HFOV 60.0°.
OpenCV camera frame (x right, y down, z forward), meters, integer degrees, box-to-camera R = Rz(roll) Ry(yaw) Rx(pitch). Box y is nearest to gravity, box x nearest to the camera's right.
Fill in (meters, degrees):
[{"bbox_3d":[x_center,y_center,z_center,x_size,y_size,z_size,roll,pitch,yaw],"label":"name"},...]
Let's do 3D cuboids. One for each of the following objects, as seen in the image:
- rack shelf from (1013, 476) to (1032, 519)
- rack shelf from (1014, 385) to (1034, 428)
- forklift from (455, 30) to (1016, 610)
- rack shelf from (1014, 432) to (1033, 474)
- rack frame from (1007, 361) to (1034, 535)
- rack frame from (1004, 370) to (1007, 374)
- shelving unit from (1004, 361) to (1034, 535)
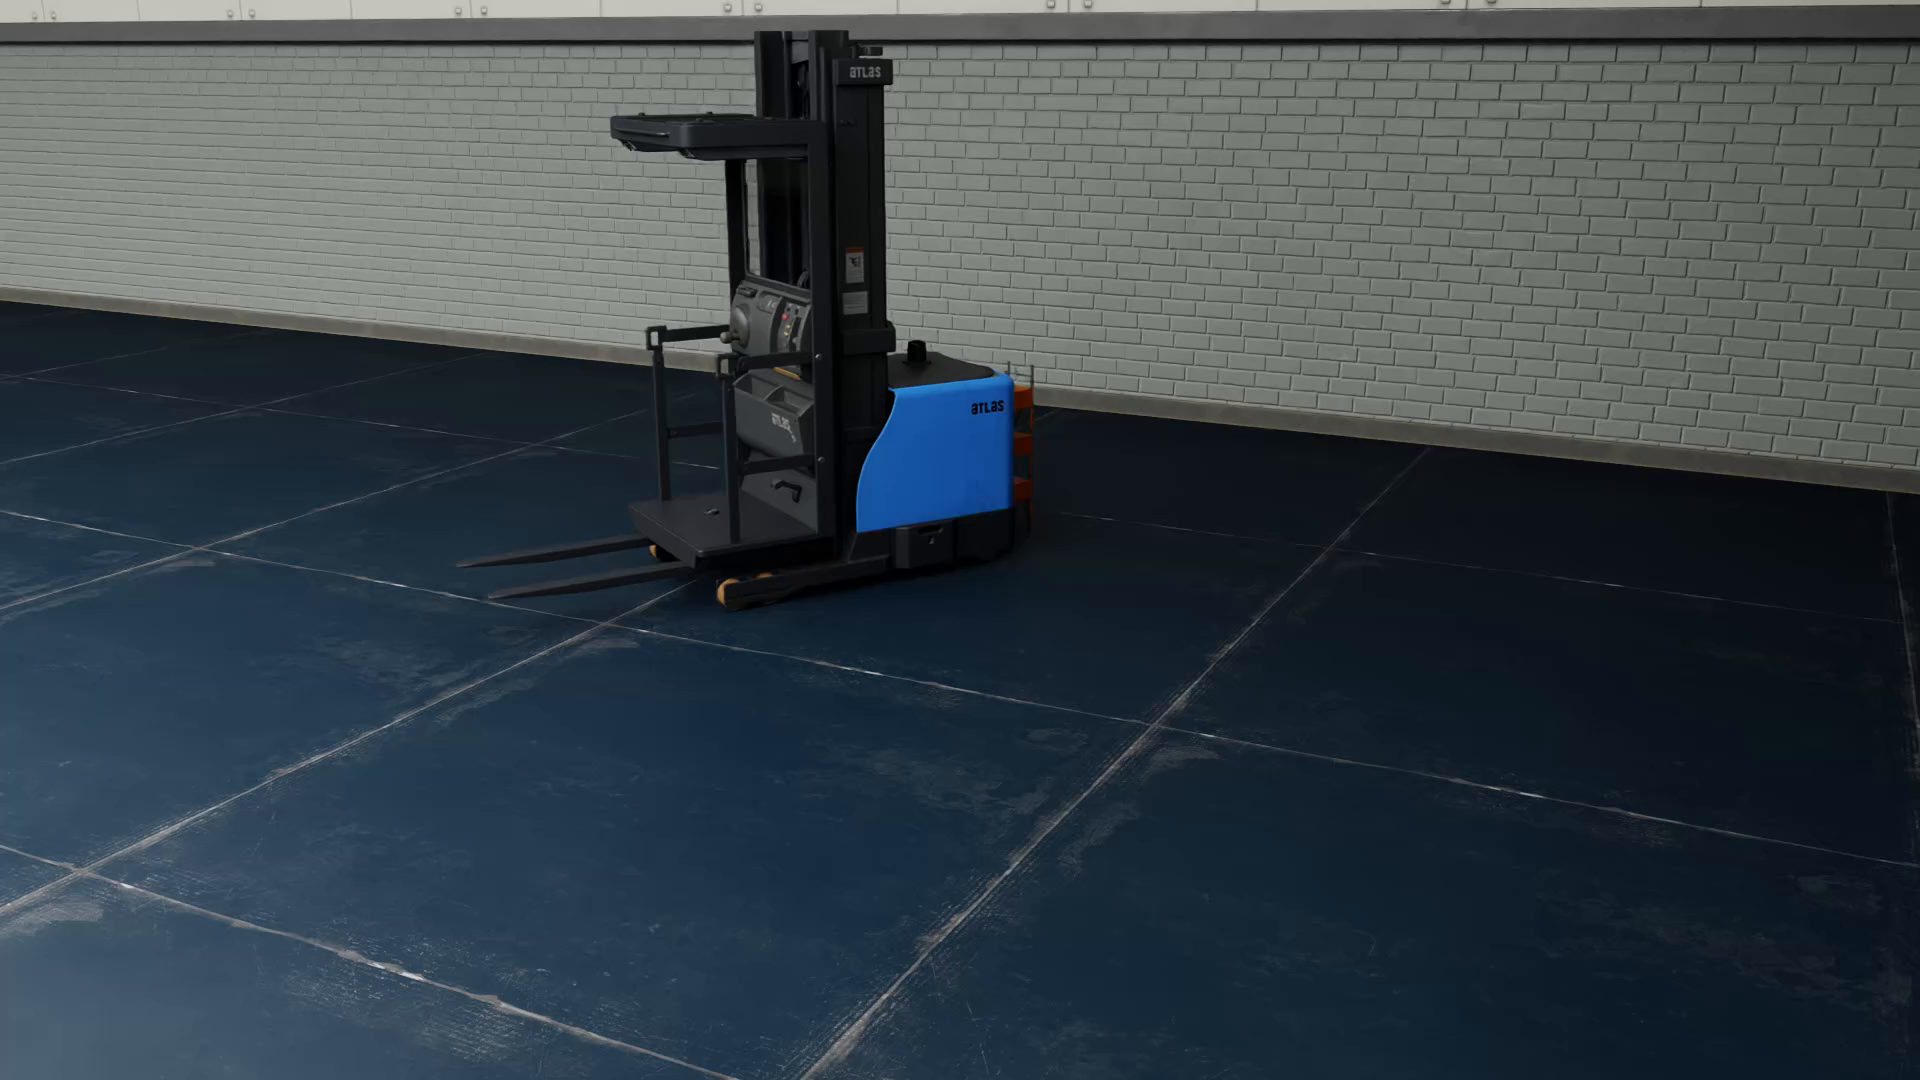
[{"bbox_3d":[0.277,-0.249,10.033,0.215,0.259,0.240,14,22,40],"label":"rack shelf"},{"bbox_3d":[0.277,-0.788,9.873,0.215,0.259,0.240,14,22,40],"label":"rack shelf"},{"bbox_3d":[-1.208,-1.205,8.934,3.031,2.935,1.130,-10,19,-29],"label":"forklift"},{"bbox_3d":[0.277,-0.516,9.954,0.215,0.259,0.240,14,22,40],"label":"rack shelf"},{"bbox_3d":[0.359,-0.552,10.038,0.200,1.050,0.008,14,22,40],"label":"rack frame"},{"bbox_3d":[0.195,-0.500,9.864,0.200,1.050,0.008,14,22,40],"label":"rack frame"},{"bbox_3d":[0.277,-0.526,9.951,0.215,1.050,0.252,14,22,40],"label":"shelving unit"}]
